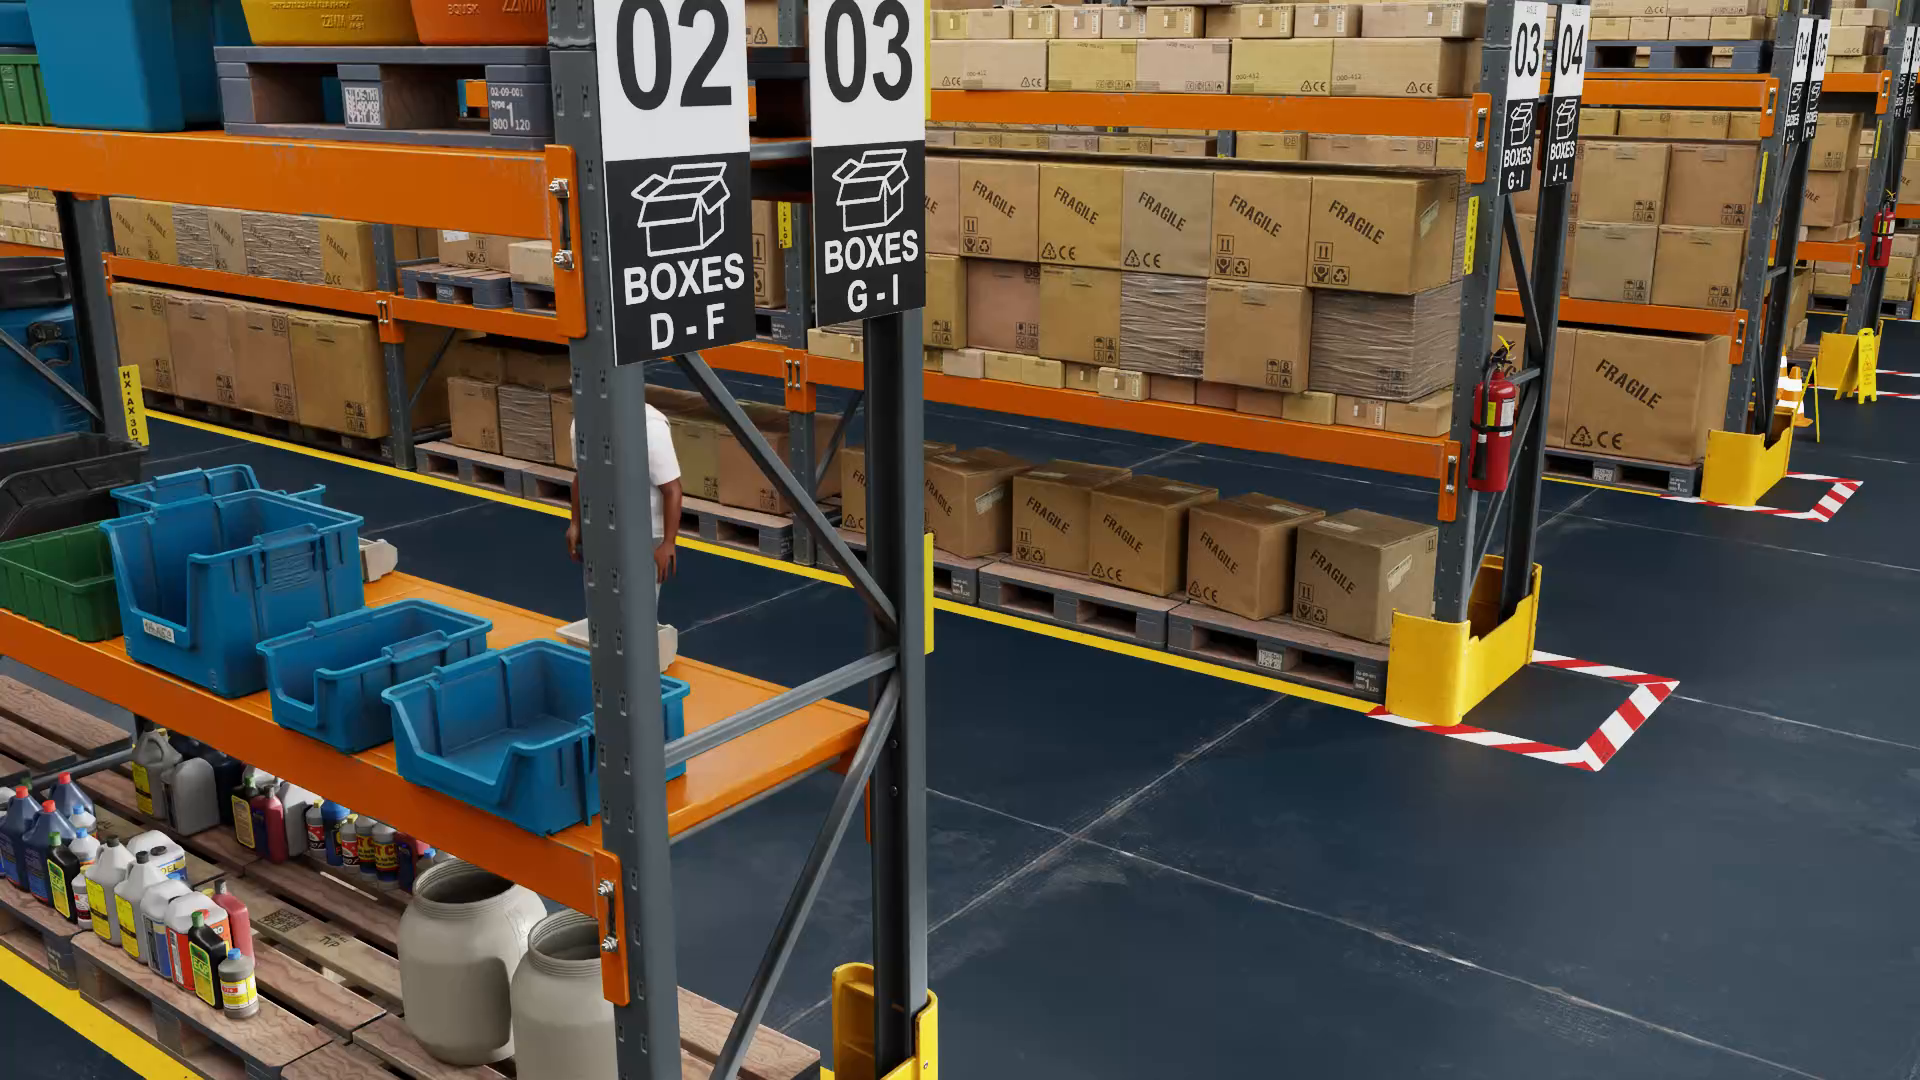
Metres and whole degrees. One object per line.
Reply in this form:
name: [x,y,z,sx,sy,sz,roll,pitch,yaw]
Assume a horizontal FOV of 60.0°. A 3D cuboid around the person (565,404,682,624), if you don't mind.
person: [-1.543,-0.020,7.577,0.633,1.759,0.462,10,19,32]
